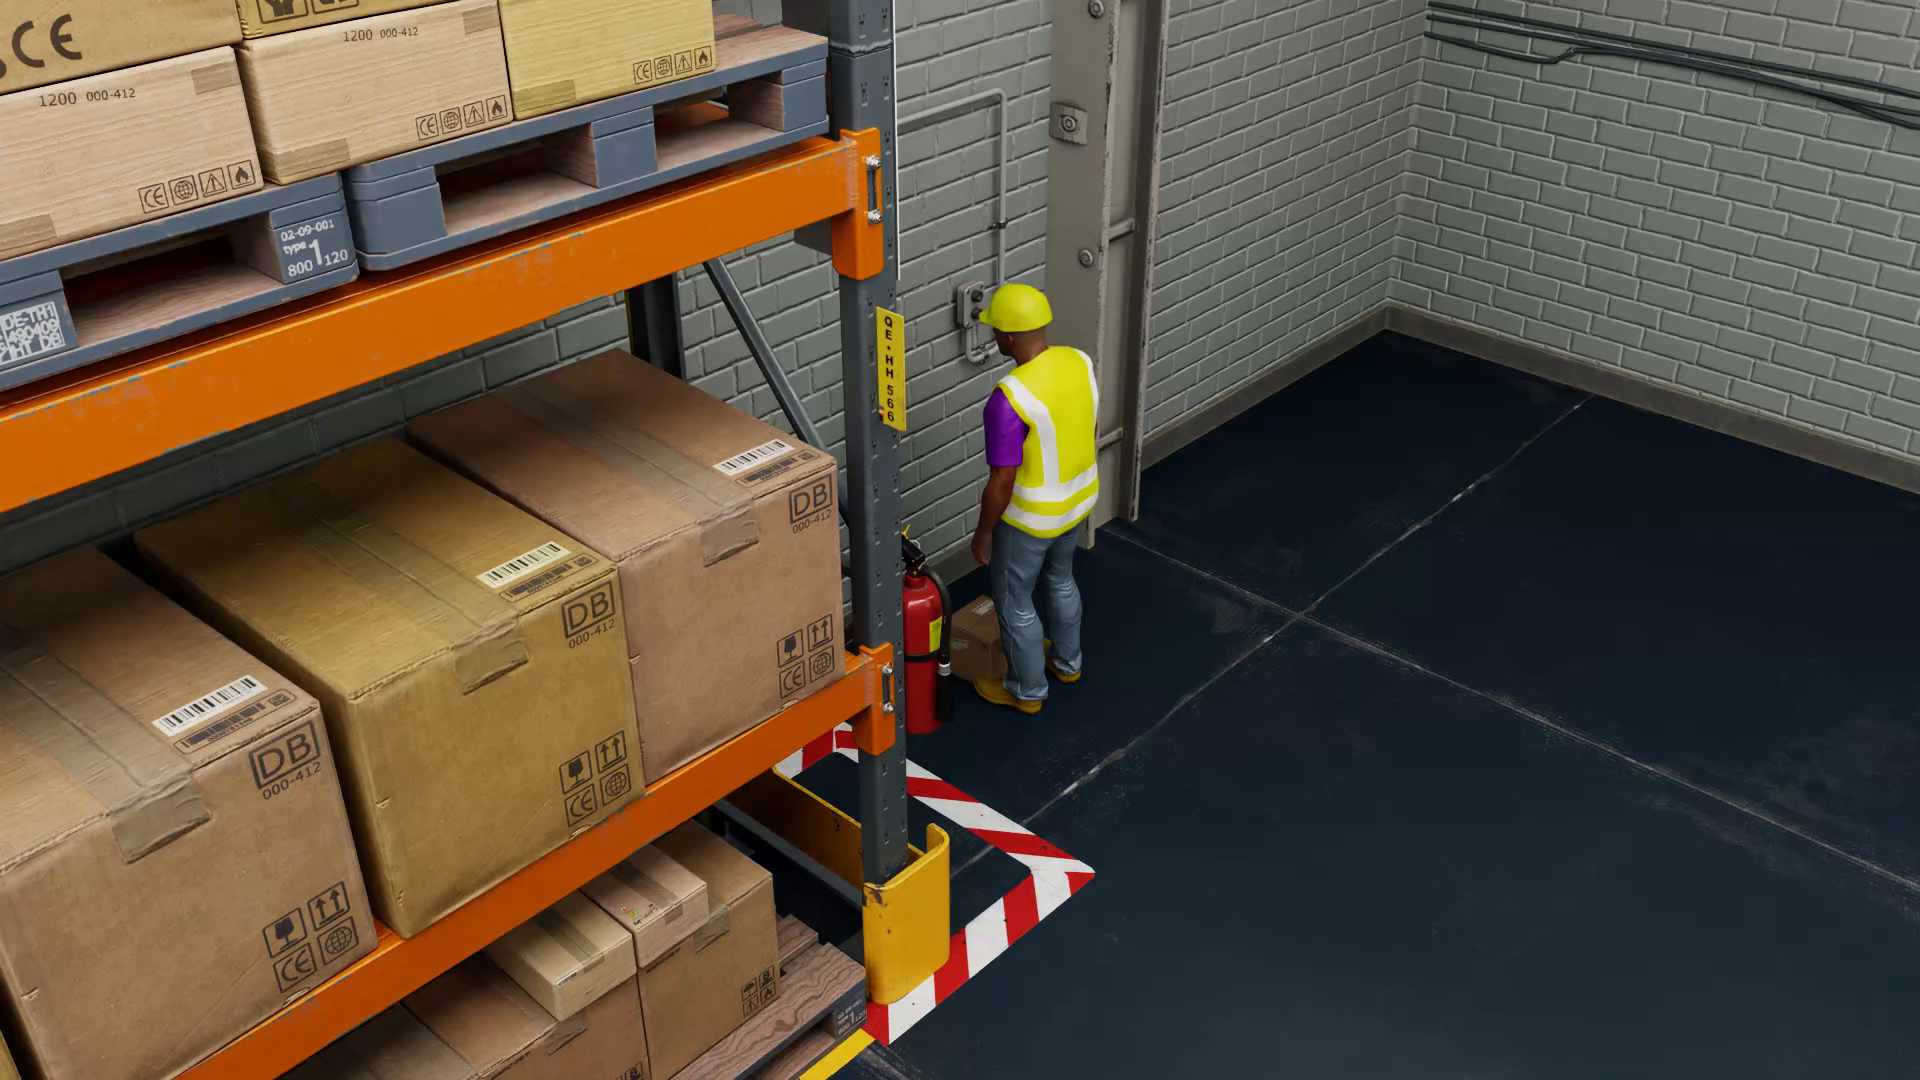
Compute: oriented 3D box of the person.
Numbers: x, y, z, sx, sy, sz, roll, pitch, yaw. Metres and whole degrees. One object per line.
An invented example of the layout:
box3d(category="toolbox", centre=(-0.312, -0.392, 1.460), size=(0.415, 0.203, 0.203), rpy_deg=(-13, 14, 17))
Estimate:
box3d(category="person", centre=(0.277, -0.144, 6.357), size=(0.460, 1.757, 0.637), rpy_deg=(24, 39, 34))
